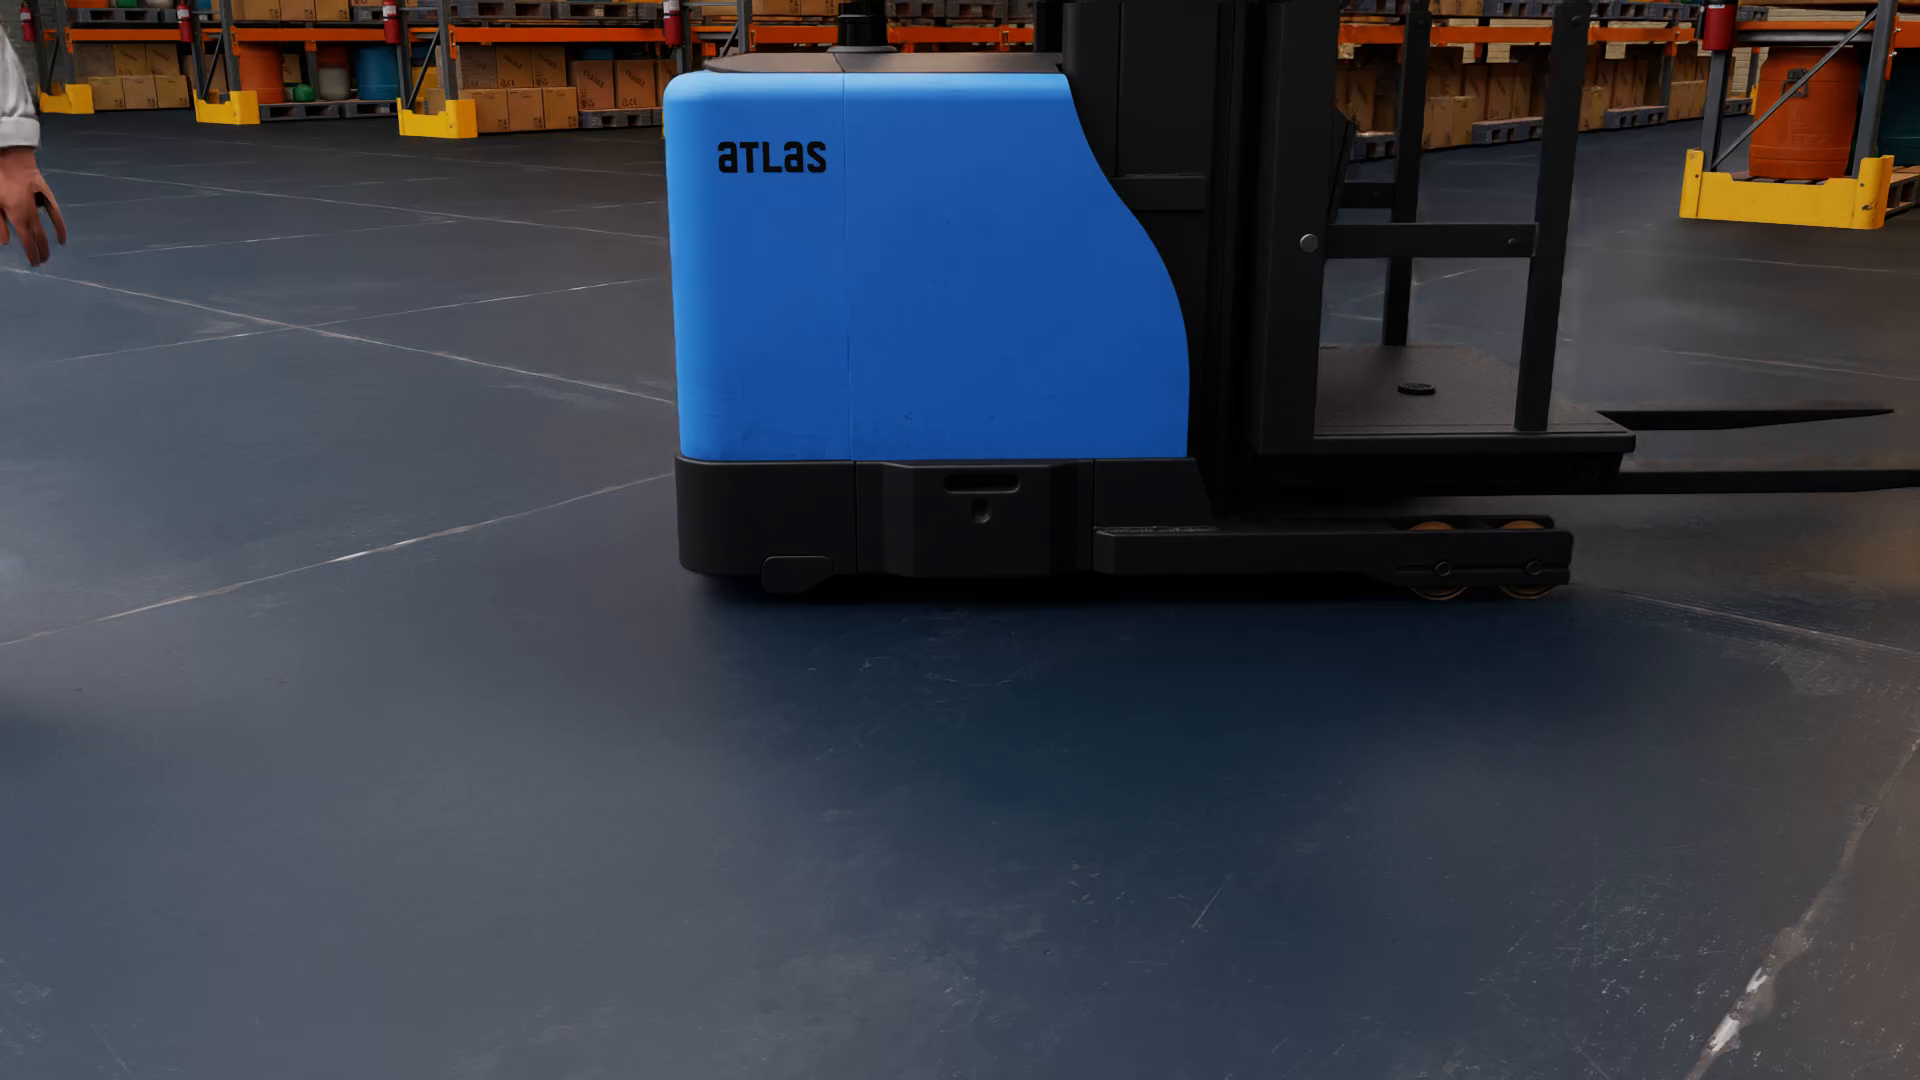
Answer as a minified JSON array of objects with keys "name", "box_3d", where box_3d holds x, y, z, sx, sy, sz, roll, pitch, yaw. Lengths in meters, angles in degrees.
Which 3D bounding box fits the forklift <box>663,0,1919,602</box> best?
[{"name":"forklift","box_3d":[0.901,-1.427,3.596,3.031,2.935,1.130,-1,17,-2]}]

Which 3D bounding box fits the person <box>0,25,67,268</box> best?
[{"name":"person","box_3d":[-2.046,-0.555,2.893,0.753,1.686,0.650,13,21,37]}]
